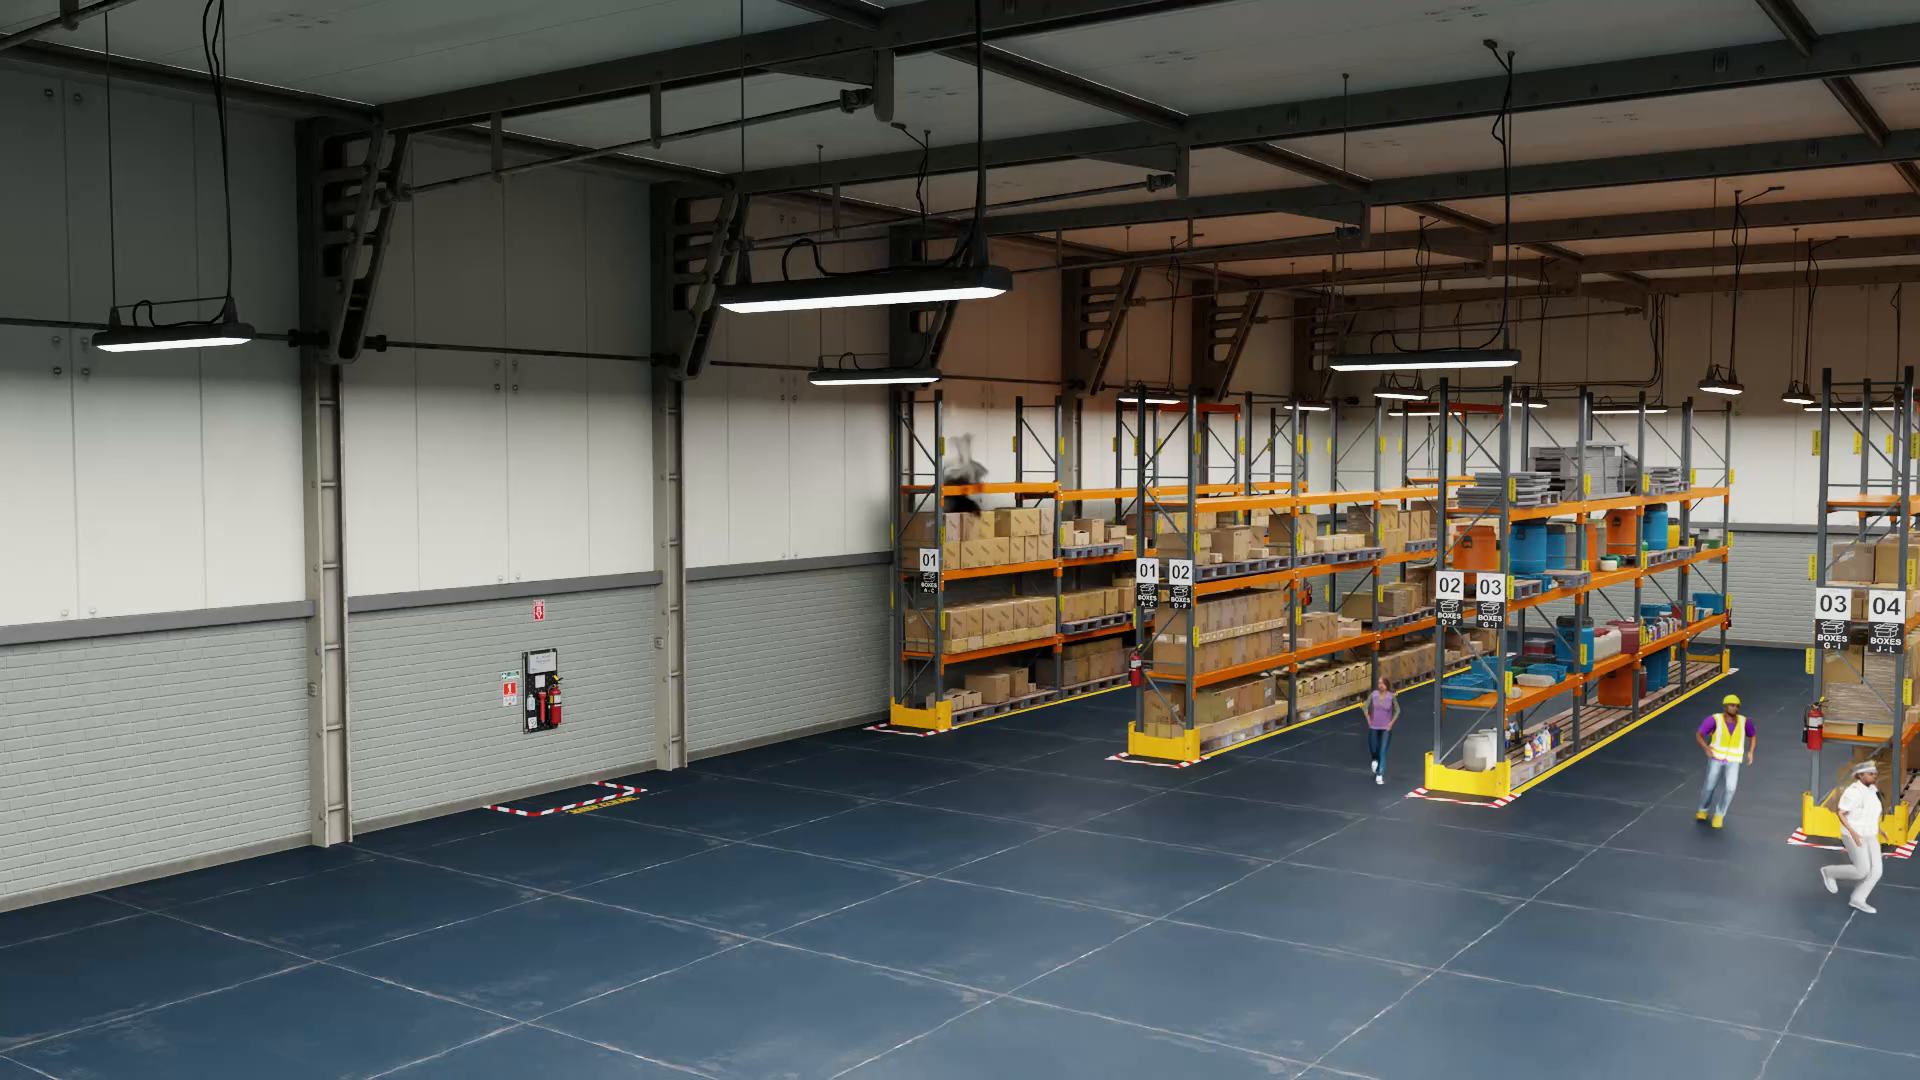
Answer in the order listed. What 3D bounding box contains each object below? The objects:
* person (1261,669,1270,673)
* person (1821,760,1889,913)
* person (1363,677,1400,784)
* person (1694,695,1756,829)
[{"bbox_3d":[6.166,2.262,33.960,0.635,1.729,0.747,3,4,44],"label":"person"},{"bbox_3d":[9.702,3.176,18.033,0.557,1.651,0.586,-2,4,-25],"label":"person"},{"bbox_3d":[6.314,2.833,24.925,0.549,1.595,0.603,1,3,21],"label":"person"},{"bbox_3d":[10.085,2.915,21.900,0.764,1.762,0.666,1,3,19],"label":"person"}]
